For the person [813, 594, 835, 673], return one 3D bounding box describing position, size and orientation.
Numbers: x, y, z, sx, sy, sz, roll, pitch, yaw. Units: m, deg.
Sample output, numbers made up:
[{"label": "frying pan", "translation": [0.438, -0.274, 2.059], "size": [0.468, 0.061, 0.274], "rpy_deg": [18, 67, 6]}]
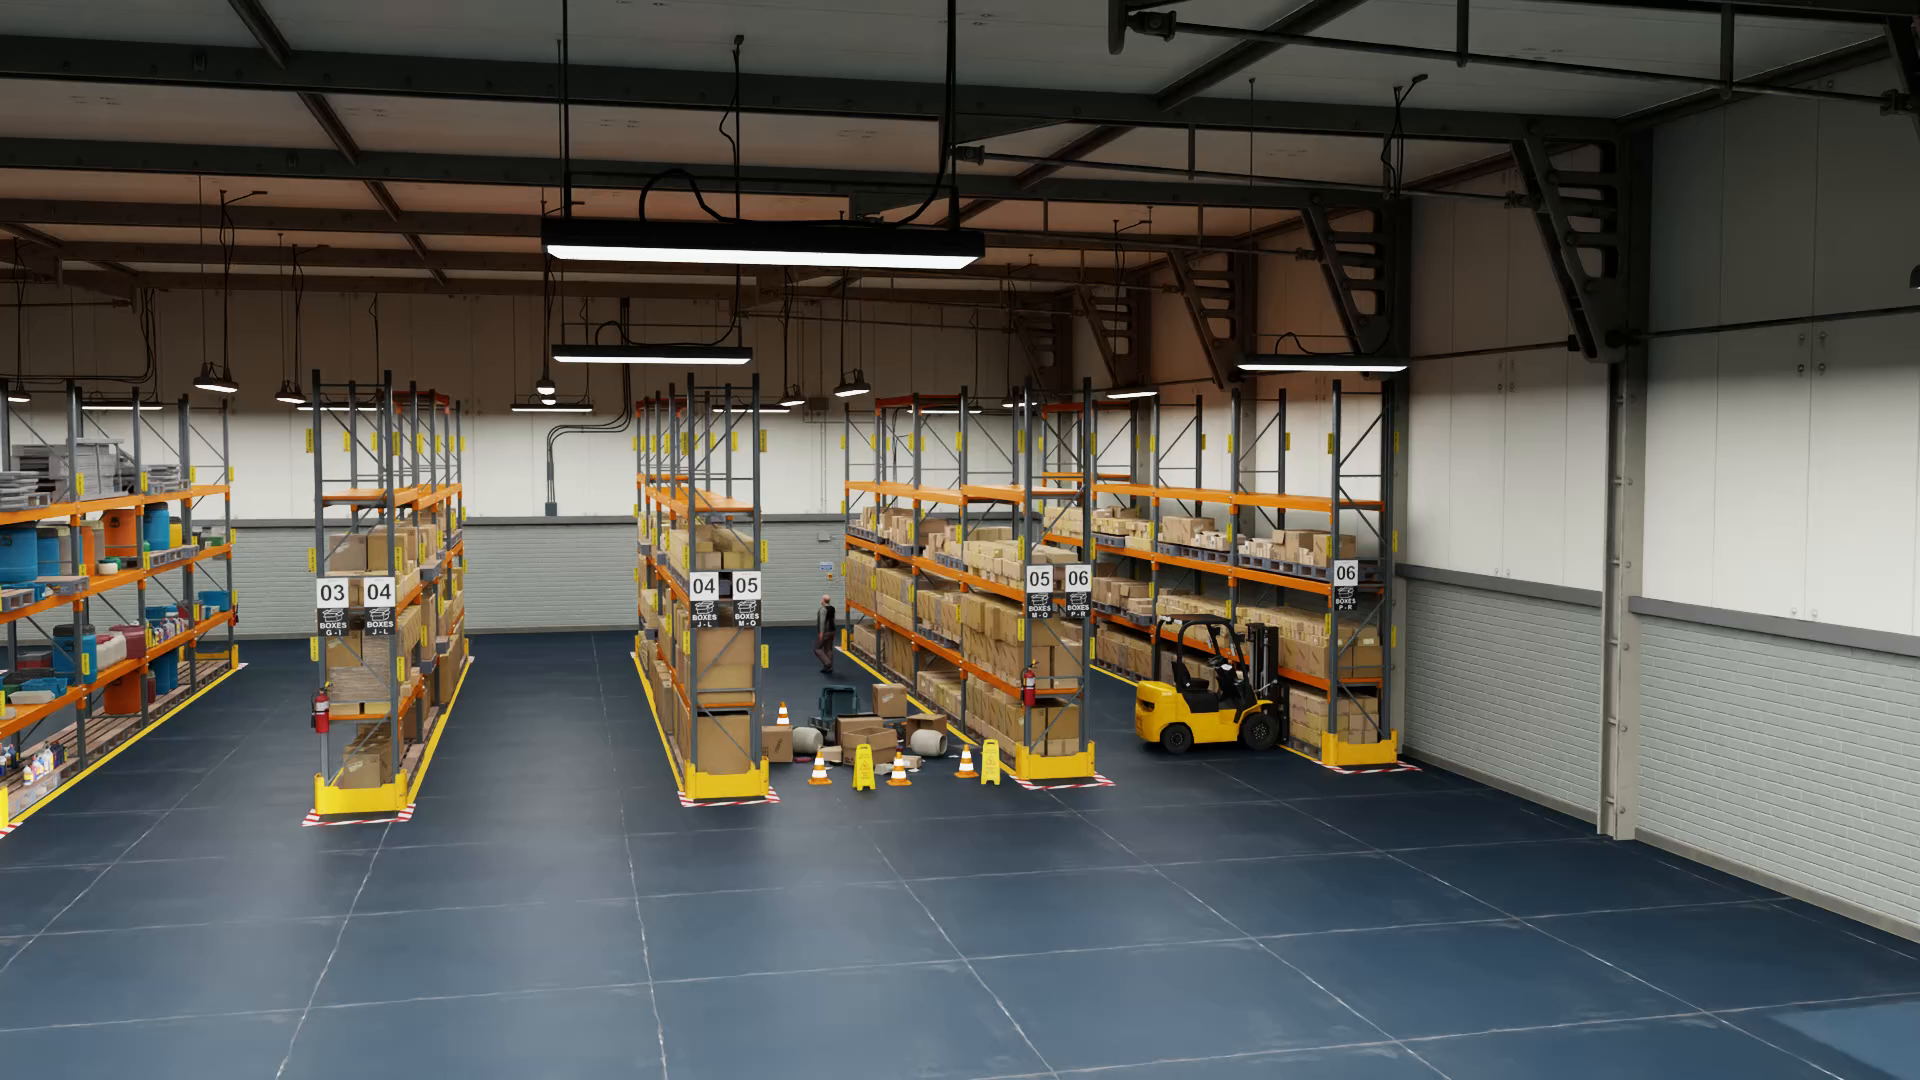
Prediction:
[{"label": "person", "translation": [-2.900, 2.047, 36.289], "size": [0.457, 1.722, 0.579], "rpy_deg": [2, 4, 30]}]
